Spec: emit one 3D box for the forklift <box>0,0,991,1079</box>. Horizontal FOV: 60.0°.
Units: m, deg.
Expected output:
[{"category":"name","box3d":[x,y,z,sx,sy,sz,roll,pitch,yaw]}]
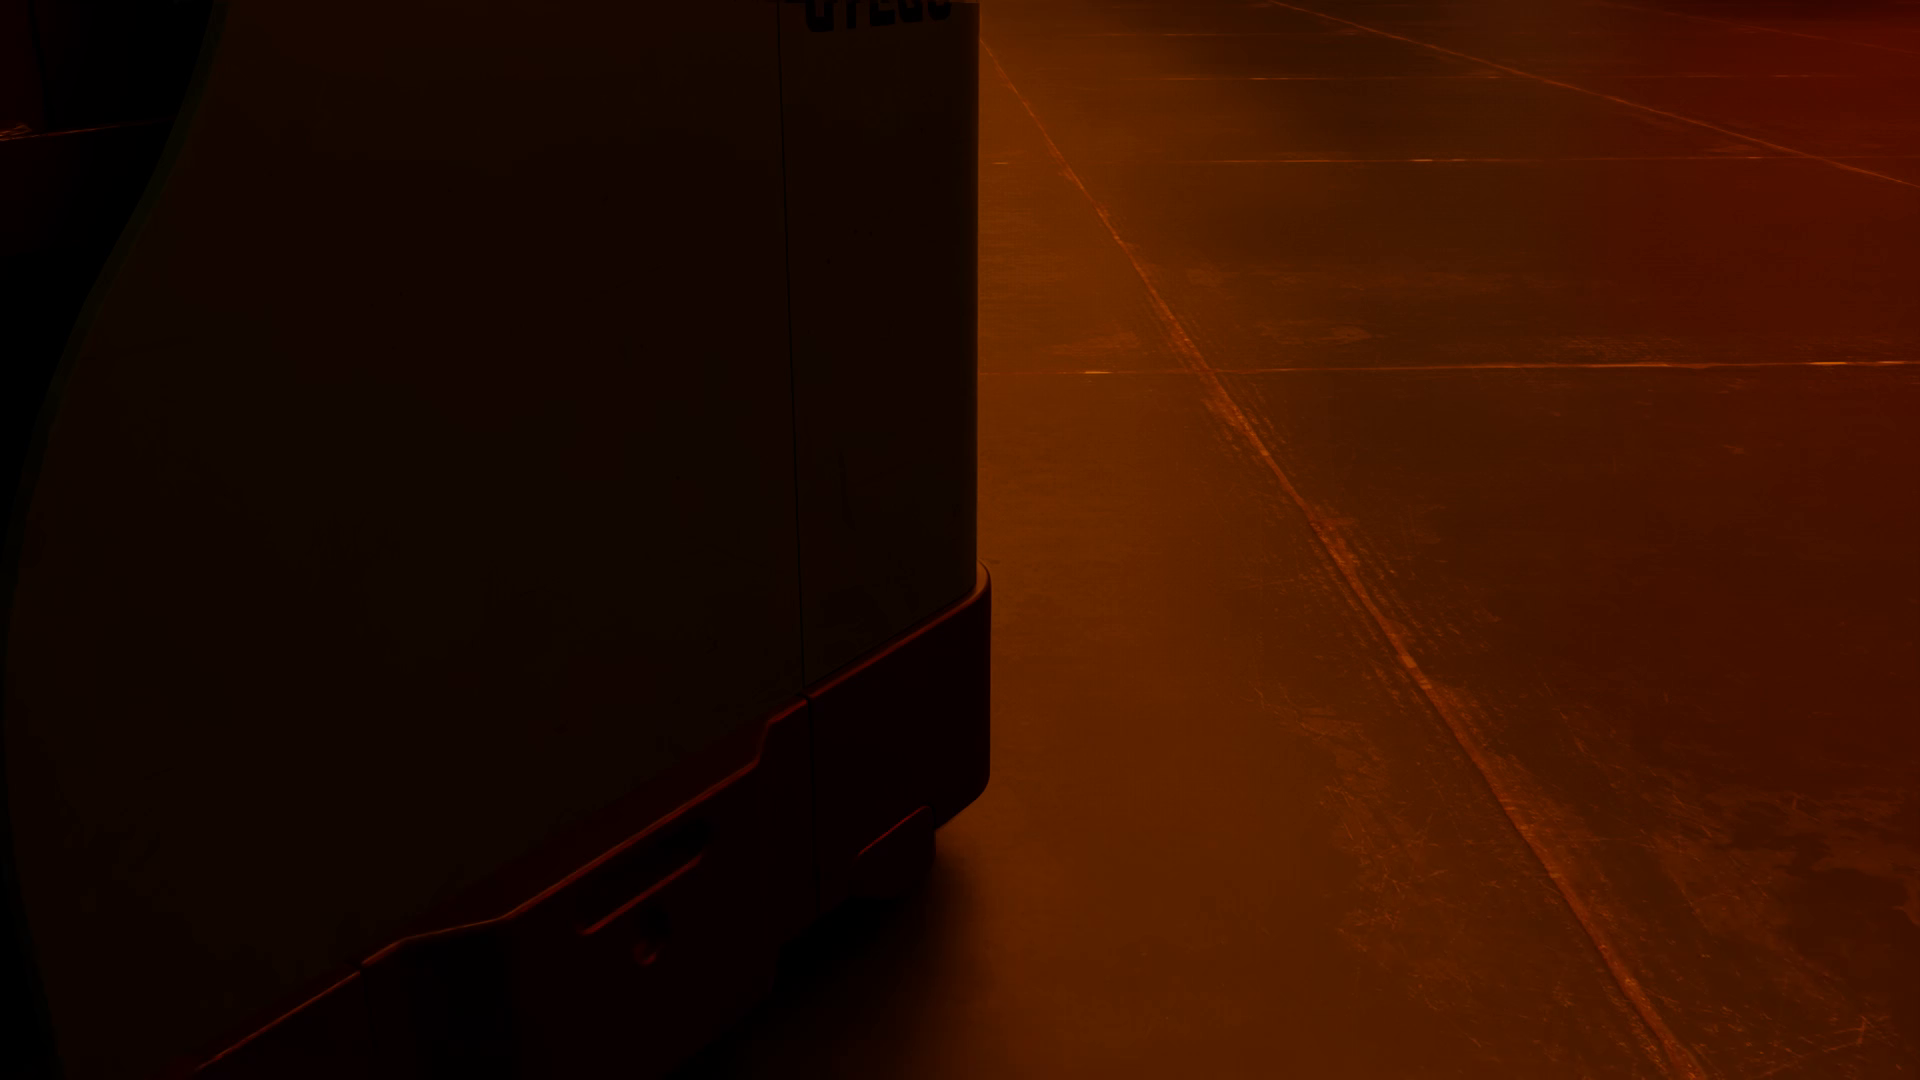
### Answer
[{"category":"forklift","box3d":[-1.209,-0.694,0.493,1.130,2.935,3.031,14,25,31]}]
